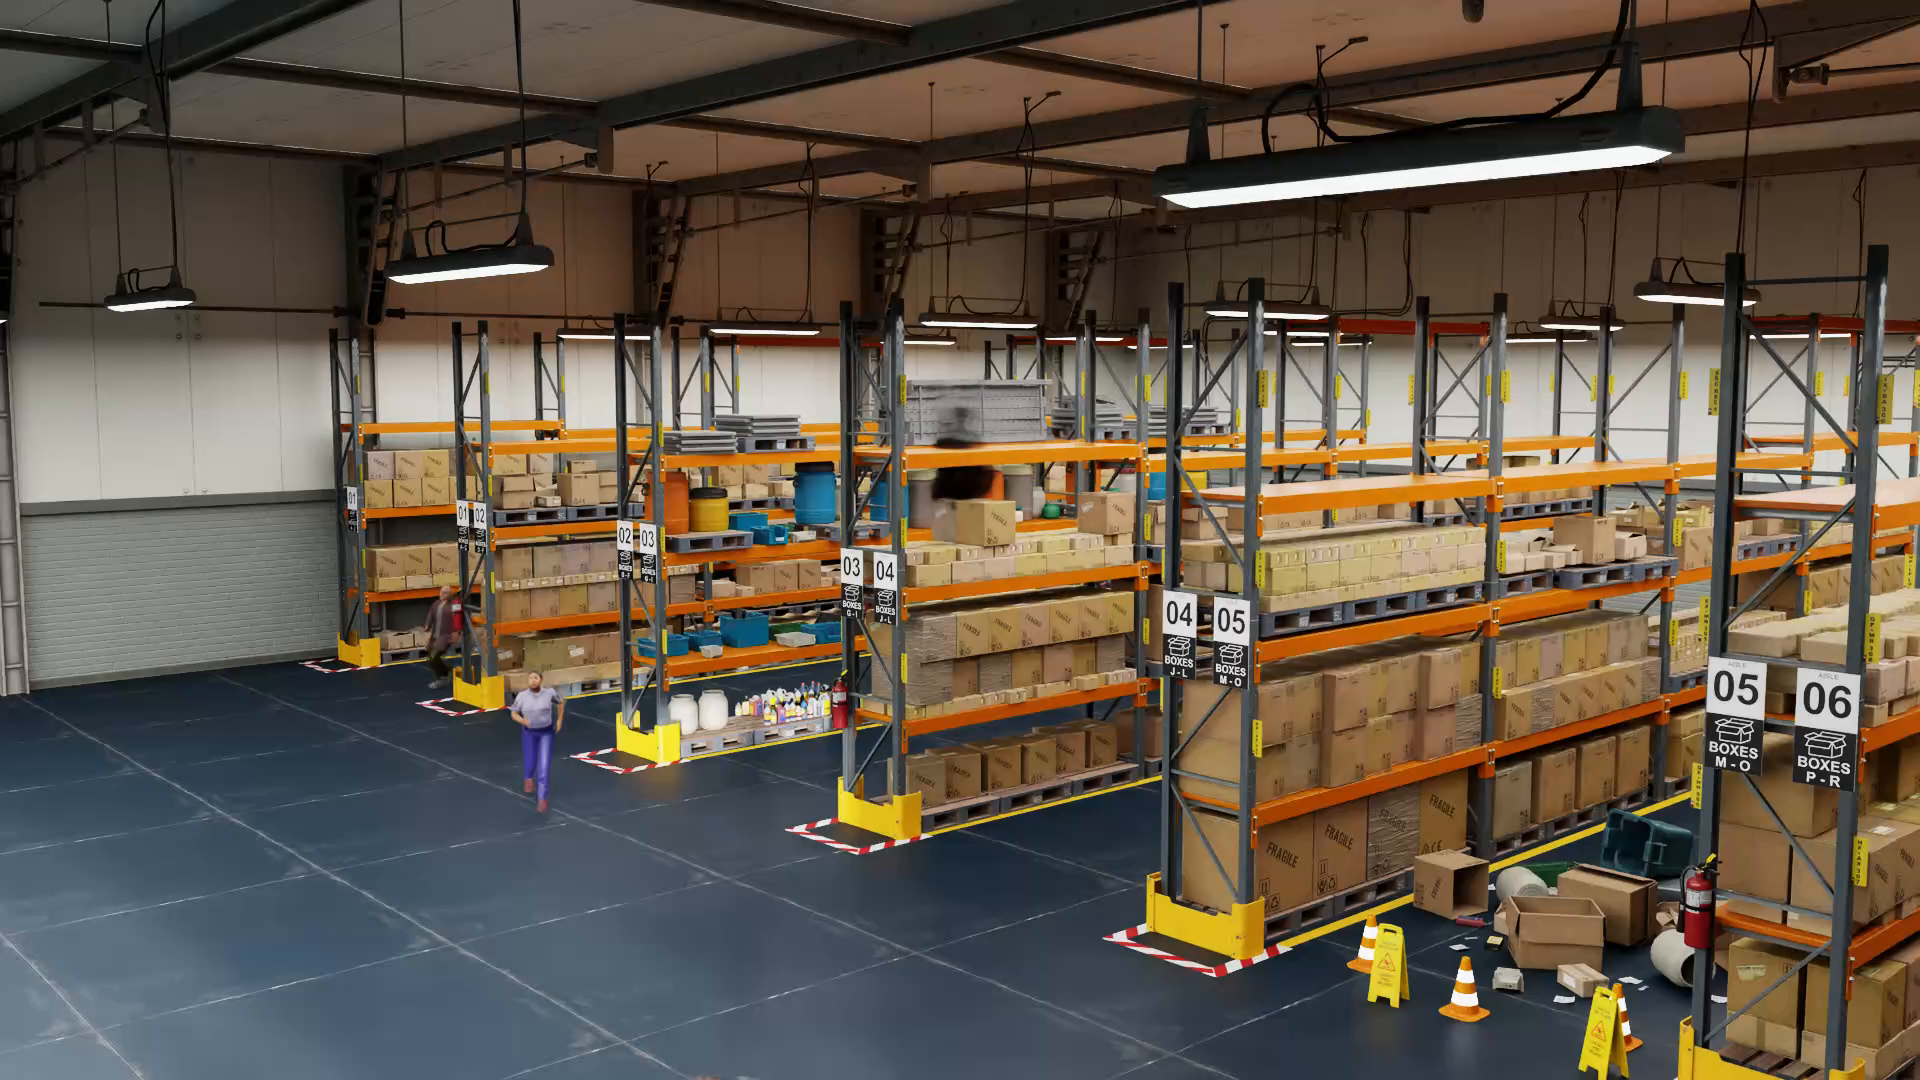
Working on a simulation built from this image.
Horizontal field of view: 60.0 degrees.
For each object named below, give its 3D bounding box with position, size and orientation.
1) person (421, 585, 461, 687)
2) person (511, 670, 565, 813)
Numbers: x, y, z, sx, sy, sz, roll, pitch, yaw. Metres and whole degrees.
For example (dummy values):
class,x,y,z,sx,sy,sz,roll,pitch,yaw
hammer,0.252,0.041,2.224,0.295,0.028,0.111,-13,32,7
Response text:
class,x,y,z,sx,sy,sz,roll,pitch,yaw
person,-8.522,1.615,27.399,0.771,1.701,0.591,3,6,29
person,-5.089,2.375,20.085,0.615,1.661,0.928,-1,6,-10
